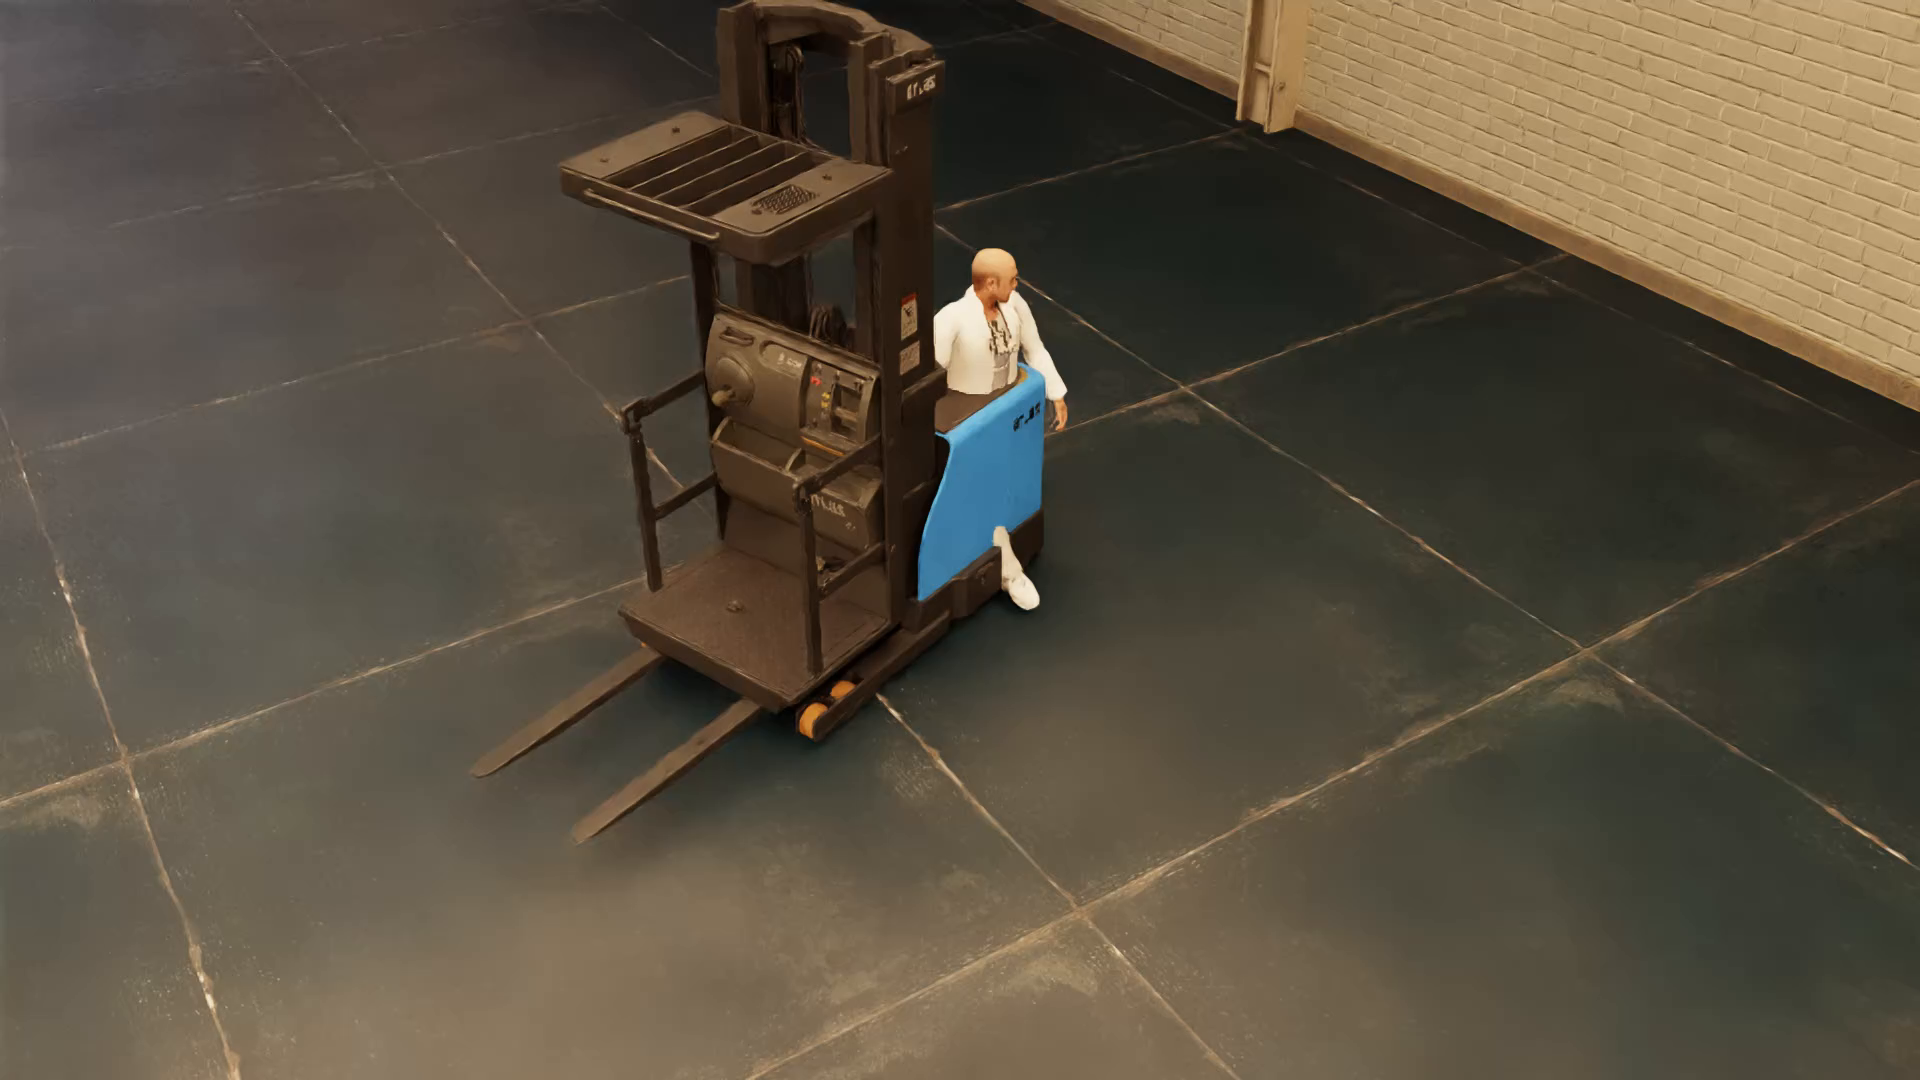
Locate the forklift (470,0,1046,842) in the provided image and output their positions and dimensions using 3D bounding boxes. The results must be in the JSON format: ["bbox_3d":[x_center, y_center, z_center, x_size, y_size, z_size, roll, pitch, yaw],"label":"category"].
[{"bbox_3d":[-0.864,-0.628,7.041,1.130,2.935,3.031,24,41,30],"label":"forklift"}]

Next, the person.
[{"bbox_3d":[0.188,-0.554,7.970,0.781,1.750,0.841,-30,45,-35],"label":"person"}]
